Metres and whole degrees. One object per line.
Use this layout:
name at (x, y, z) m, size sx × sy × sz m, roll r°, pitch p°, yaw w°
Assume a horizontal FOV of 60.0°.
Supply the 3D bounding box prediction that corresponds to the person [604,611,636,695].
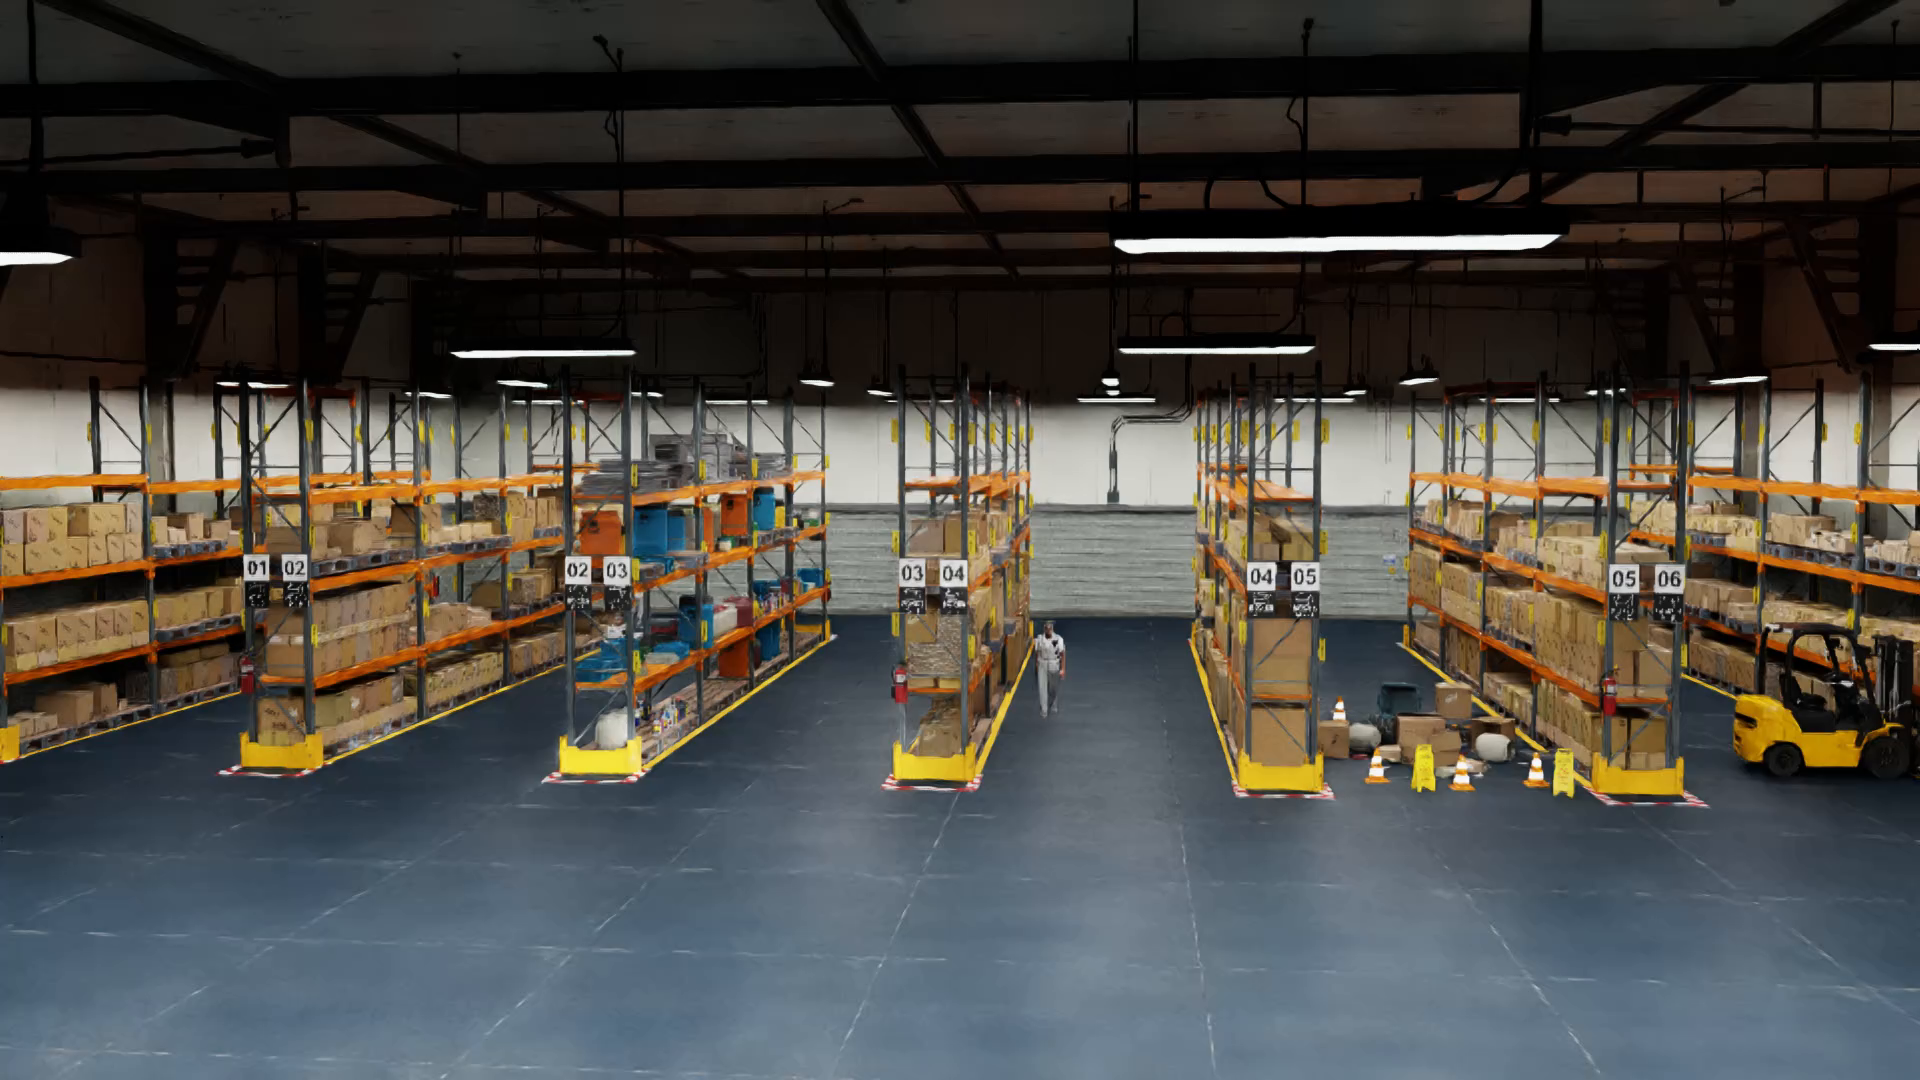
person at (-6.500, 2.160, 31.803) m, size 0.639 × 1.620 × 0.512 m, roll 0°, pitch 4°, yaw 3°

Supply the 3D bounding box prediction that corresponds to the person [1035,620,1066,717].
person at (1.596, 2.251, 29.446) m, size 0.554 × 1.712 × 1.040 m, roll 0°, pitch 4°, yaw 4°

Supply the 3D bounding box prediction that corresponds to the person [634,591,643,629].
person at (-8.295, 1.446, 42.629) m, size 0.560 × 1.657 × 0.574 m, roll -2°, pitch 4°, yaw -32°
